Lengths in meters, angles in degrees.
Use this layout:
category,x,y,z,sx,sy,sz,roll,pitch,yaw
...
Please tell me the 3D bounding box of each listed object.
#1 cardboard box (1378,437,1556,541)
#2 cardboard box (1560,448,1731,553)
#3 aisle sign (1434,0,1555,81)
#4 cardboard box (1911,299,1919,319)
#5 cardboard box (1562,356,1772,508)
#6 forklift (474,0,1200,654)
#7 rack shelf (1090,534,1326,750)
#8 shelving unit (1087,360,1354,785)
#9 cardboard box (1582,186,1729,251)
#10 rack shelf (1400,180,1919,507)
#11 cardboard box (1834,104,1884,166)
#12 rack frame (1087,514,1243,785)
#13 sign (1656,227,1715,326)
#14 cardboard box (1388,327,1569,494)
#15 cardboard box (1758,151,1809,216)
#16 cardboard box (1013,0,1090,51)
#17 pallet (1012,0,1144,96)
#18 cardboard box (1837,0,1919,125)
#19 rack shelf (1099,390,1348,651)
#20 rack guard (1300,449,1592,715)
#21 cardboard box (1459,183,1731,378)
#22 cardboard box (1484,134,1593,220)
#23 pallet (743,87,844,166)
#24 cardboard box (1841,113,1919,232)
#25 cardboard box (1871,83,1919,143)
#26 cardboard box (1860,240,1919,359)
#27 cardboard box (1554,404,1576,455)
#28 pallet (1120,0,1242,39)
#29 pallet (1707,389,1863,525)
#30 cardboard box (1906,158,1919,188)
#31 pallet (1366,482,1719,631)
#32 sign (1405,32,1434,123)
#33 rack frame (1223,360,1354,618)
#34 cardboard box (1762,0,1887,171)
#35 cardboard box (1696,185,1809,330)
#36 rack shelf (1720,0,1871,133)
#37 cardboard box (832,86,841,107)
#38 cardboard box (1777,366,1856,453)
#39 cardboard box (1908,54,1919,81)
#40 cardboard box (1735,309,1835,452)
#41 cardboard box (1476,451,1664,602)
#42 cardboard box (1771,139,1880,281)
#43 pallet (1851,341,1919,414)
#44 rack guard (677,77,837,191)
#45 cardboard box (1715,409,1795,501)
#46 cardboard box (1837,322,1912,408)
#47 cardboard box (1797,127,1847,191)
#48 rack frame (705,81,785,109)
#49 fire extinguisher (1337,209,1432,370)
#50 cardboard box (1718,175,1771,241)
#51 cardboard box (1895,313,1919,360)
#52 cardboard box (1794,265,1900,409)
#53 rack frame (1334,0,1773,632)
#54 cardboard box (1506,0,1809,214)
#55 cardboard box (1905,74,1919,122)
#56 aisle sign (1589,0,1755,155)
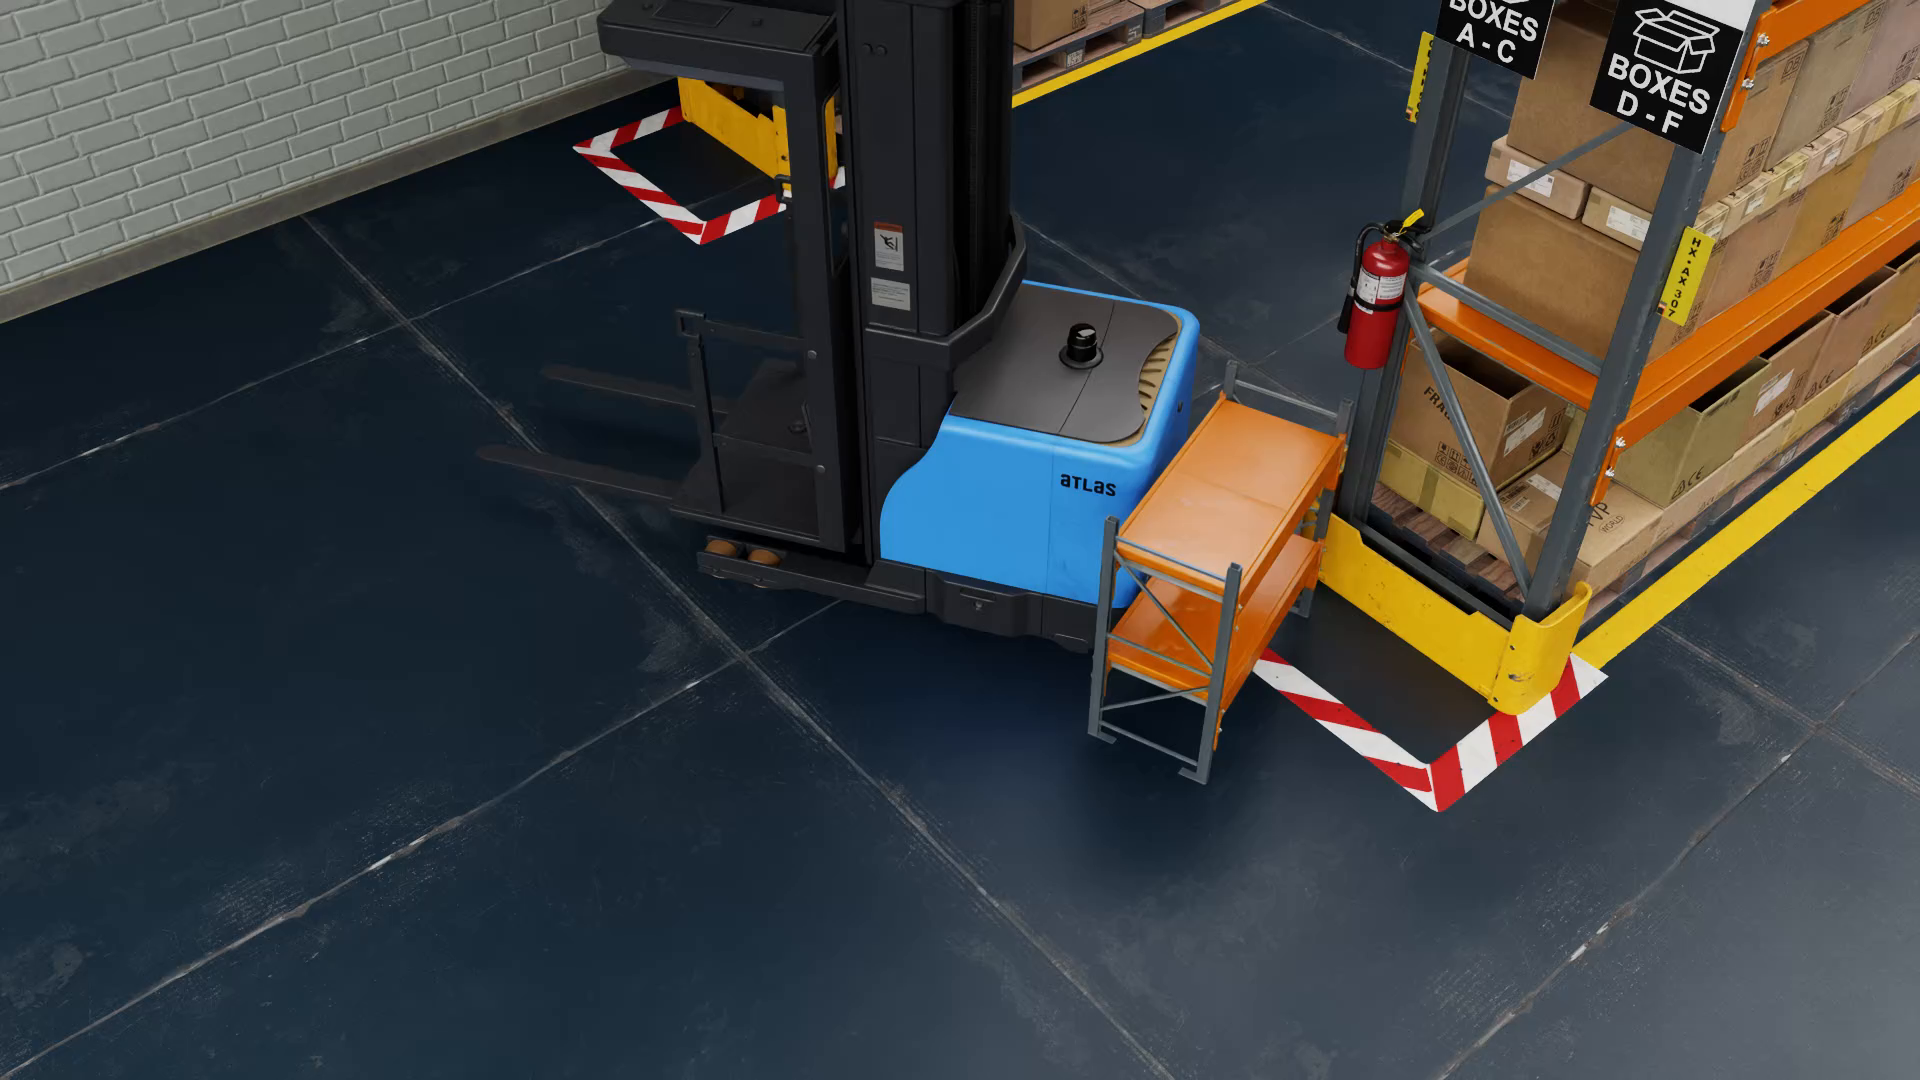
category,x,y,z,sx,sy,sz,roll,pitch,yaw
cardboard box,2.161,-0.322,7.103,0.500,0.250,0.500,-30,51,-28
cardboard box,2.875,-0.272,7.050,0.500,0.250,0.500,-30,51,-28
aisle sign,1.701,-1.853,5.133,0.004,0.787,0.394,-30,51,-28
cardboard box,4.401,-1.430,7.735,0.500,0.500,0.500,-30,51,-28
cardboard box,2.876,-0.544,6.792,0.500,0.500,0.500,-30,51,-28
forklift,-0.600,-1.197,6.383,3.031,2.935,1.130,12,45,13
rack shelf,0.976,0.297,6.470,0.538,0.278,1.000,22,48,22
shelving unit,0.976,0.118,6.302,0.538,1.125,1.048,22,48,22
cardboard box,2.378,-1.113,5.697,0.250,0.149,0.380,-30,51,-28
rack shelf,3.473,-1.397,7.072,4.000,0.370,1.077,-30,51,-28
cardboard box,3.169,-1.567,6.180,0.250,0.149,0.380,-32,52,-29
rack frame,0.717,0.418,5.983,0.500,1.125,0.032,22,48,22
sign,2.291,-0.831,5.253,0.005,0.325,0.100,-30,51,-28
cardboard box,2.160,-0.596,6.848,0.500,0.500,0.500,-30,51,-28
cardboard box,2.771,-1.339,5.938,0.250,0.149,0.380,-30,51,-28
cardboard box,0.379,-3.432,10.218,0.500,0.500,0.700,-33,52,-30
pallet,0.398,-3.268,10.576,1.213,0.211,1.003,-30,51,-28
cardboard box,3.132,-1.967,6.133,0.500,0.500,0.700,-30,51,-28
rack shelf,0.976,-0.095,6.102,0.538,0.278,1.000,22,48,22
rack guard,1.921,0.141,6.734,0.348,0.500,1.175,-30,51,-28
cardboard box,2.306,-1.015,6.067,0.500,0.500,0.700,-30,51,-28
cardboard box,2.110,-1.321,5.919,0.250,0.149,0.380,-31,51,-28
pallet,-0.538,-2.735,10.008,1.213,0.211,1.003,-30,51,-28
cardboard box,3.491,-1.697,6.792,0.500,0.500,0.700,-28,50,-27
cardboard box,3.365,-1.679,6.300,0.250,0.149,0.380,-30,51,-28
cardboard box,4.020,-1.208,7.499,0.500,0.500,0.500,-30,51,-28
cardboard box,2.537,-0.548,7.344,0.500,0.250,0.500,-30,51,-28
pallet,1.334,-3.807,11.149,1.213,0.211,1.003,-30,51,-28
pallet,3.434,-0.655,7.793,1.213,0.211,1.003,-30,51,-28
cardboard box,3.883,-1.922,7.033,0.500,0.500,0.700,-29,50,-27
pallet,2.499,-0.122,7.226,1.213,0.211,1.003,-30,51,-28
sign,1.602,-1.580,5.722,0.005,0.325,0.100,-30,51,-28
rack frame,1.235,-0.181,6.621,0.500,1.125,0.032,22,48,22
cardboard box,2.746,-1.745,5.897,0.500,0.500,0.700,-31,51,-29
cardboard box,2.705,-1.248,6.315,0.500,0.500,0.700,-28,50,-27
rack shelf,3.473,-2.490,6.045,4.000,0.370,1.077,-30,51,-28
cardboard box,-0.653,-2.817,9.701,0.500,0.311,0.500,33,52,30
cardboard box,3.645,-0.708,7.514,0.500,0.250,0.500,-30,51,-28
cardboard box,3.516,-2.187,6.367,0.500,0.500,0.700,-30,51,-28
cardboard box,3.251,-0.770,7.033,0.500,0.500,0.500,-30,51,-28
cardboard box,2.493,-0.050,6.814,0.500,0.250,0.500,-30,51,-28
cardboard box,3.090,-1.463,6.544,0.500,0.500,0.700,-29,51,-28
pallet,4.371,-1.194,8.367,1.213,0.211,1.003,-30,51,-28
rack guard,-1.184,-2.502,9.549,0.348,0.500,1.175,-30,51,-28
cardboard box,3.258,-0.491,7.283,0.500,0.250,0.500,-30,51,-28
cardboard box,4.028,-0.928,7.749,0.500,0.250,0.500,-30,51,-28
cardboard box,2.966,-1.449,6.054,0.250,0.149,0.380,-31,51,-28
rack frame,-1.242,-3.380,8.658,0.127,3.000,1.000,-30,51,-28
fire extinguisher,1.551,-0.944,6.121,0.183,0.674,0.296,-30,51,-28
cardboard box,2.579,-1.230,5.822,0.250,0.149,0.380,-31,51,-29
cardboard box,4.402,-1.155,7.991,0.500,0.250,0.500,-30,51,-28
cardboard box,3.646,-0.981,7.257,0.500,0.500,0.500,-30,51,-28
rack frame,1.939,-0.780,5.890,0.127,3.000,1.000,-30,51,-28
cardboard box,2.346,-1.511,5.648,0.500,0.500,0.700,-30,51,-28
cardboard box,3.558,-1.787,6.415,0.250,0.149,0.380,-29,51,-28
aisle sign,2.085,-1.538,4.798,0.004,0.787,0.394,-30,51,-28
